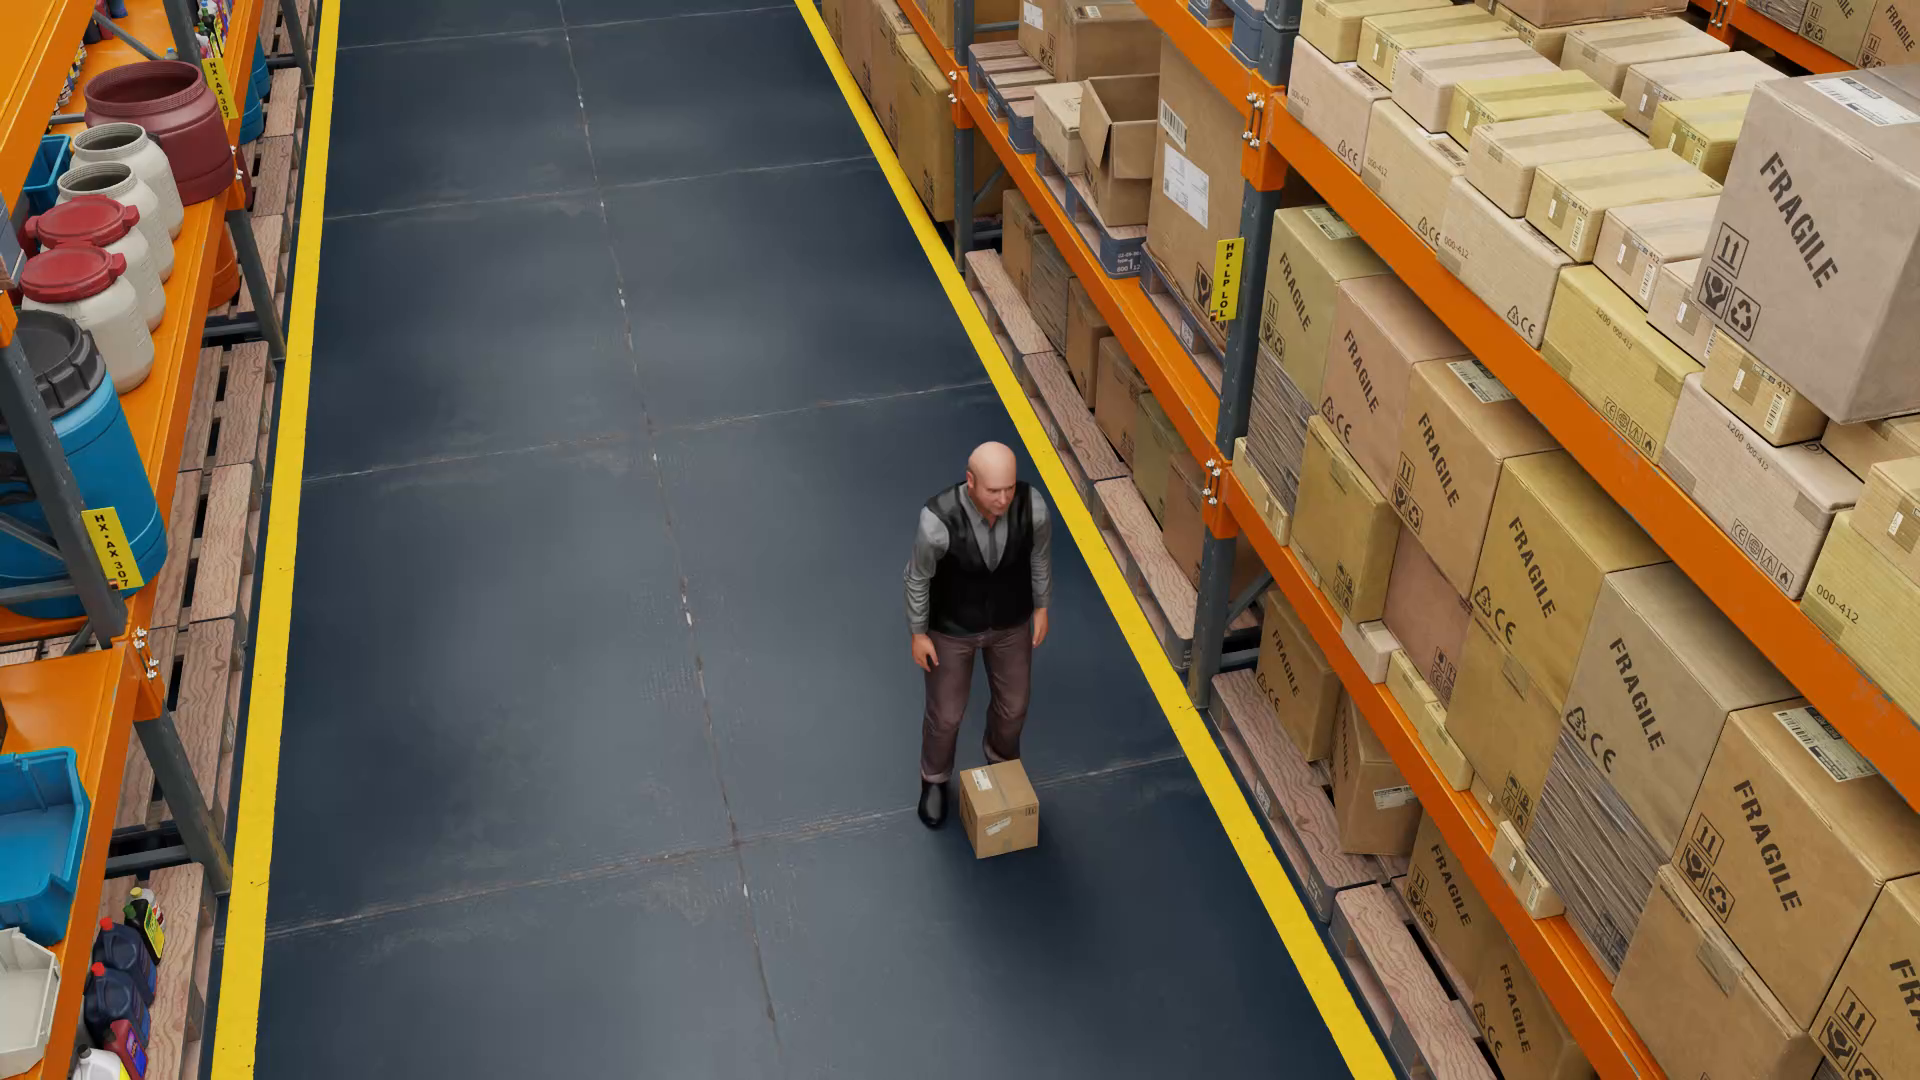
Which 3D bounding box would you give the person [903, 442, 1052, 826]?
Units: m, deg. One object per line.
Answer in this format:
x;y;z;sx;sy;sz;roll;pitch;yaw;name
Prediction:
0.072;0.315;6.332;0.579;1.719;0.424;-11;39;-14;person
